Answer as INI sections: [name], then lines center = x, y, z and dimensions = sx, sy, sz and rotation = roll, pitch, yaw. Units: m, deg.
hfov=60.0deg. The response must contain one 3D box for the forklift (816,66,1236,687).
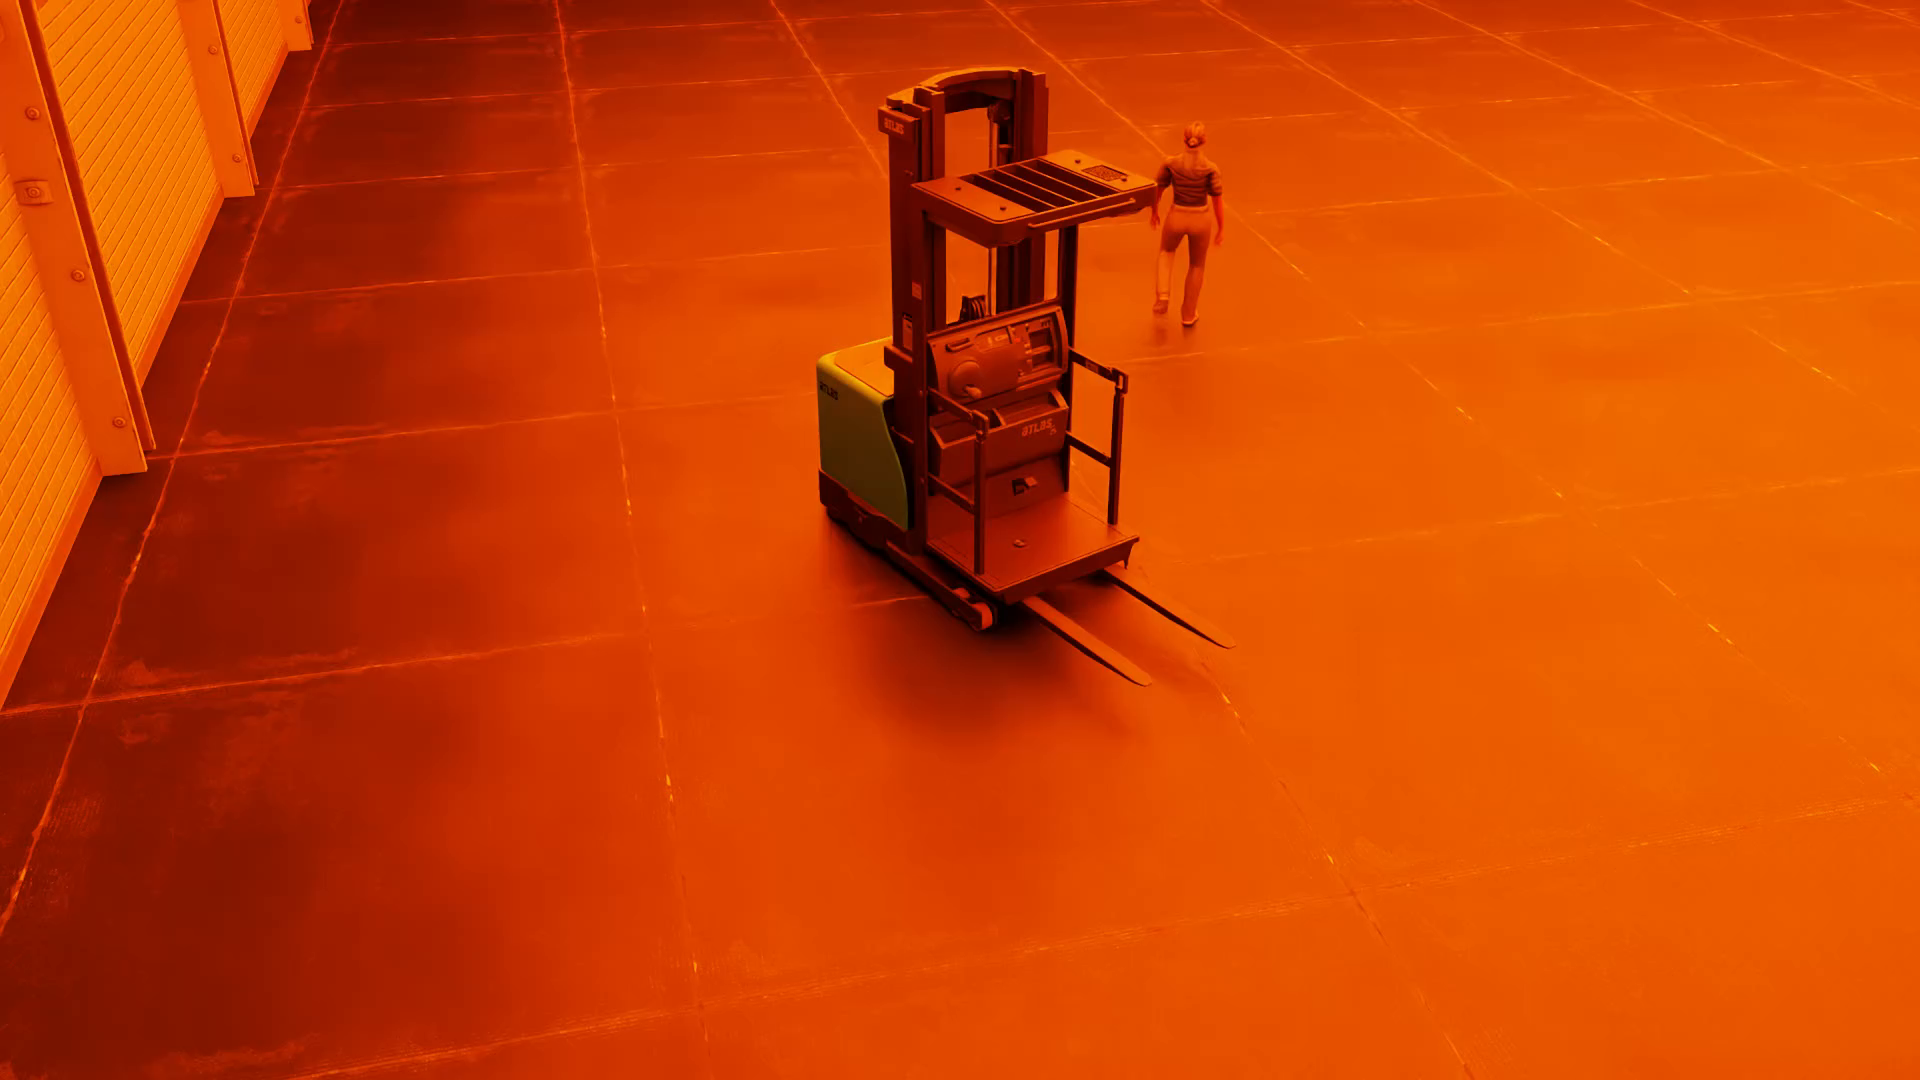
[forklift]
center = 0.355, -1.021, 9.338
dimensions = 1.130, 2.935, 3.031
rotation = -20, 35, -30

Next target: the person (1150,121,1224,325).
[person]
center = 1.808, -2.527, 13.235
dimensions = 0.611, 1.639, 0.448
rotation = 8, 31, 13
